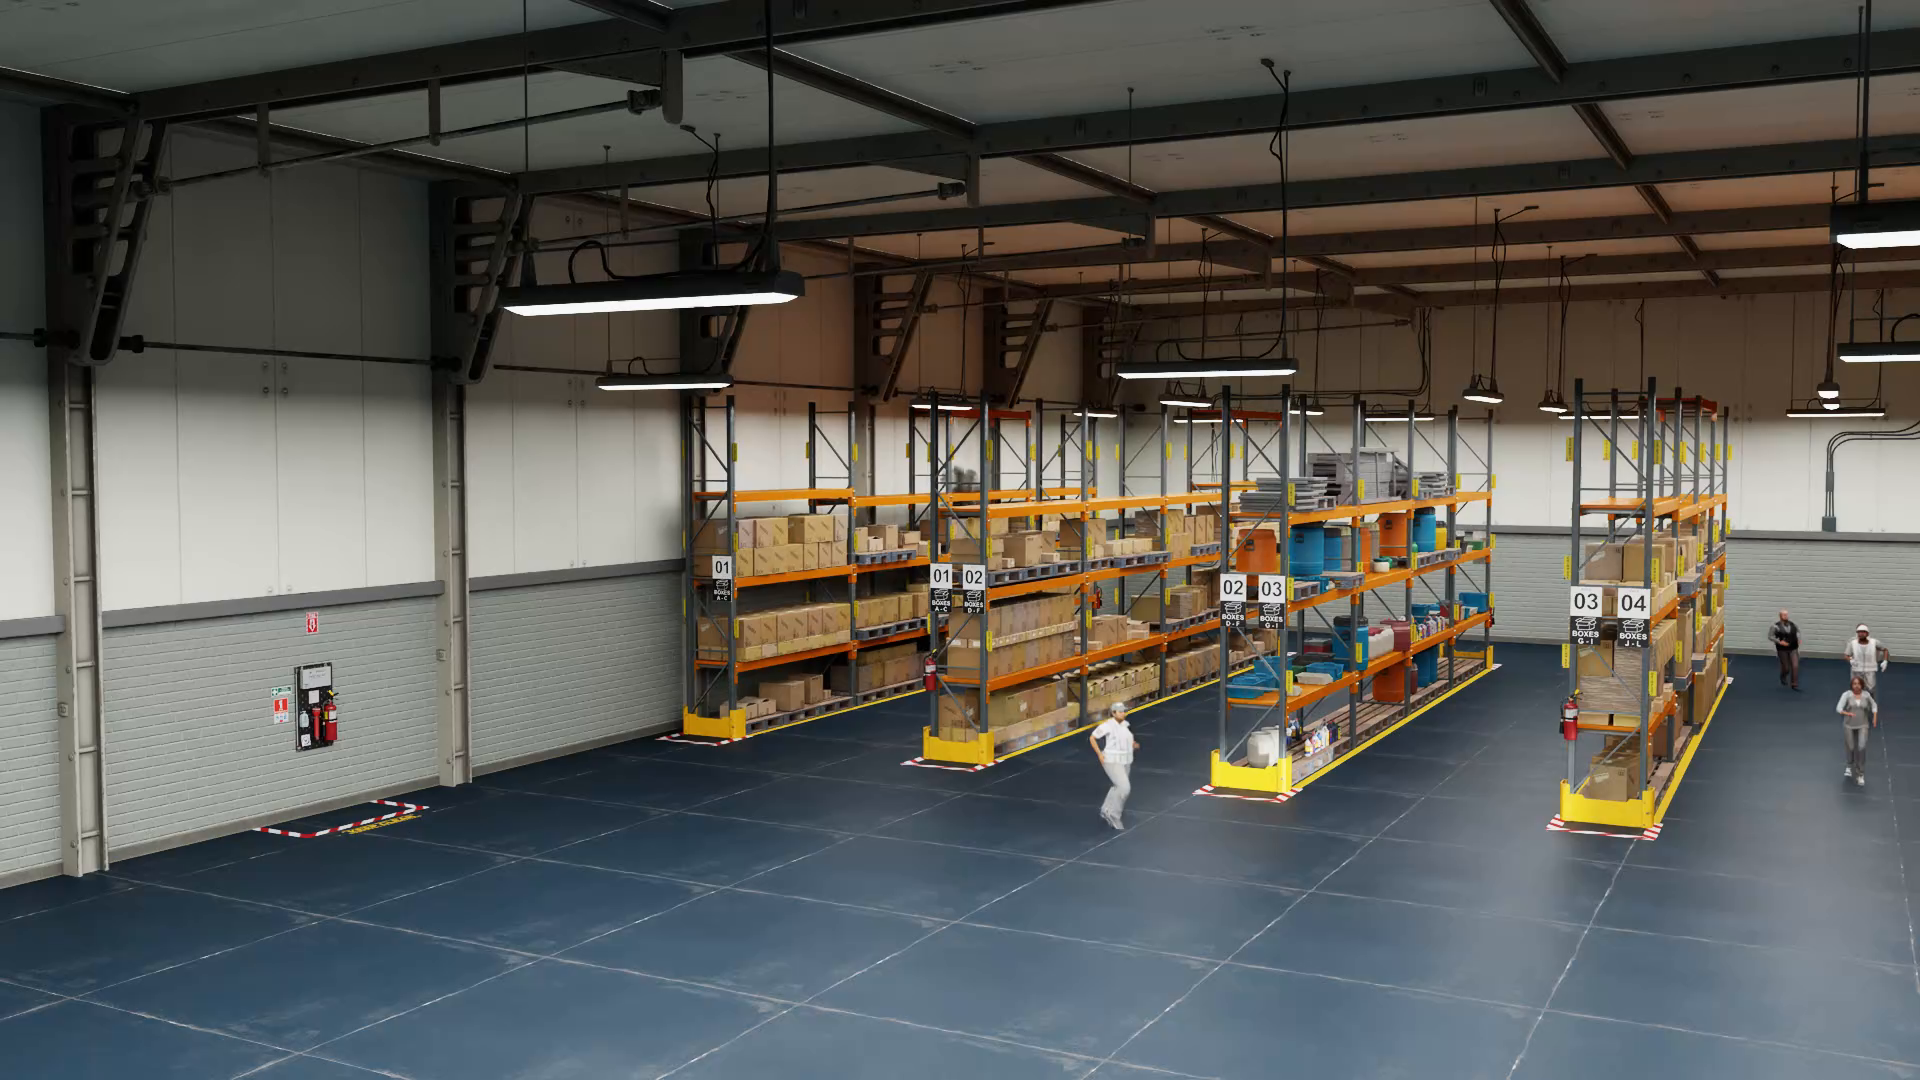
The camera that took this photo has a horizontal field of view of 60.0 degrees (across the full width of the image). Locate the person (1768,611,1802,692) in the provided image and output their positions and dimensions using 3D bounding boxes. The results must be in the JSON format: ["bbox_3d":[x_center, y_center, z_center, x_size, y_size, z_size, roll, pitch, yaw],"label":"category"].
[{"bbox_3d":[17.432,2.328,35.138,0.701,1.683,0.778,0,3,3],"label":"person"}]

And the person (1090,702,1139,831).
[{"bbox_3d":[2.103,3.013,22.180,0.716,1.712,0.574,3,4,44],"label":"person"}]

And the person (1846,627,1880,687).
[{"bbox_3d":[18.029,2.489,33.209,0.580,1.584,0.825,2,4,38],"label":"person"}]

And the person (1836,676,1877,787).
[{"bbox_3d":[13.583,2.888,25.205,0.559,1.640,0.720,1,3,25],"label":"person"}]

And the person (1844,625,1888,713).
[{"bbox_3d":[17.023,2.470,31.269,0.717,1.729,0.768,2,4,33],"label":"person"}]
